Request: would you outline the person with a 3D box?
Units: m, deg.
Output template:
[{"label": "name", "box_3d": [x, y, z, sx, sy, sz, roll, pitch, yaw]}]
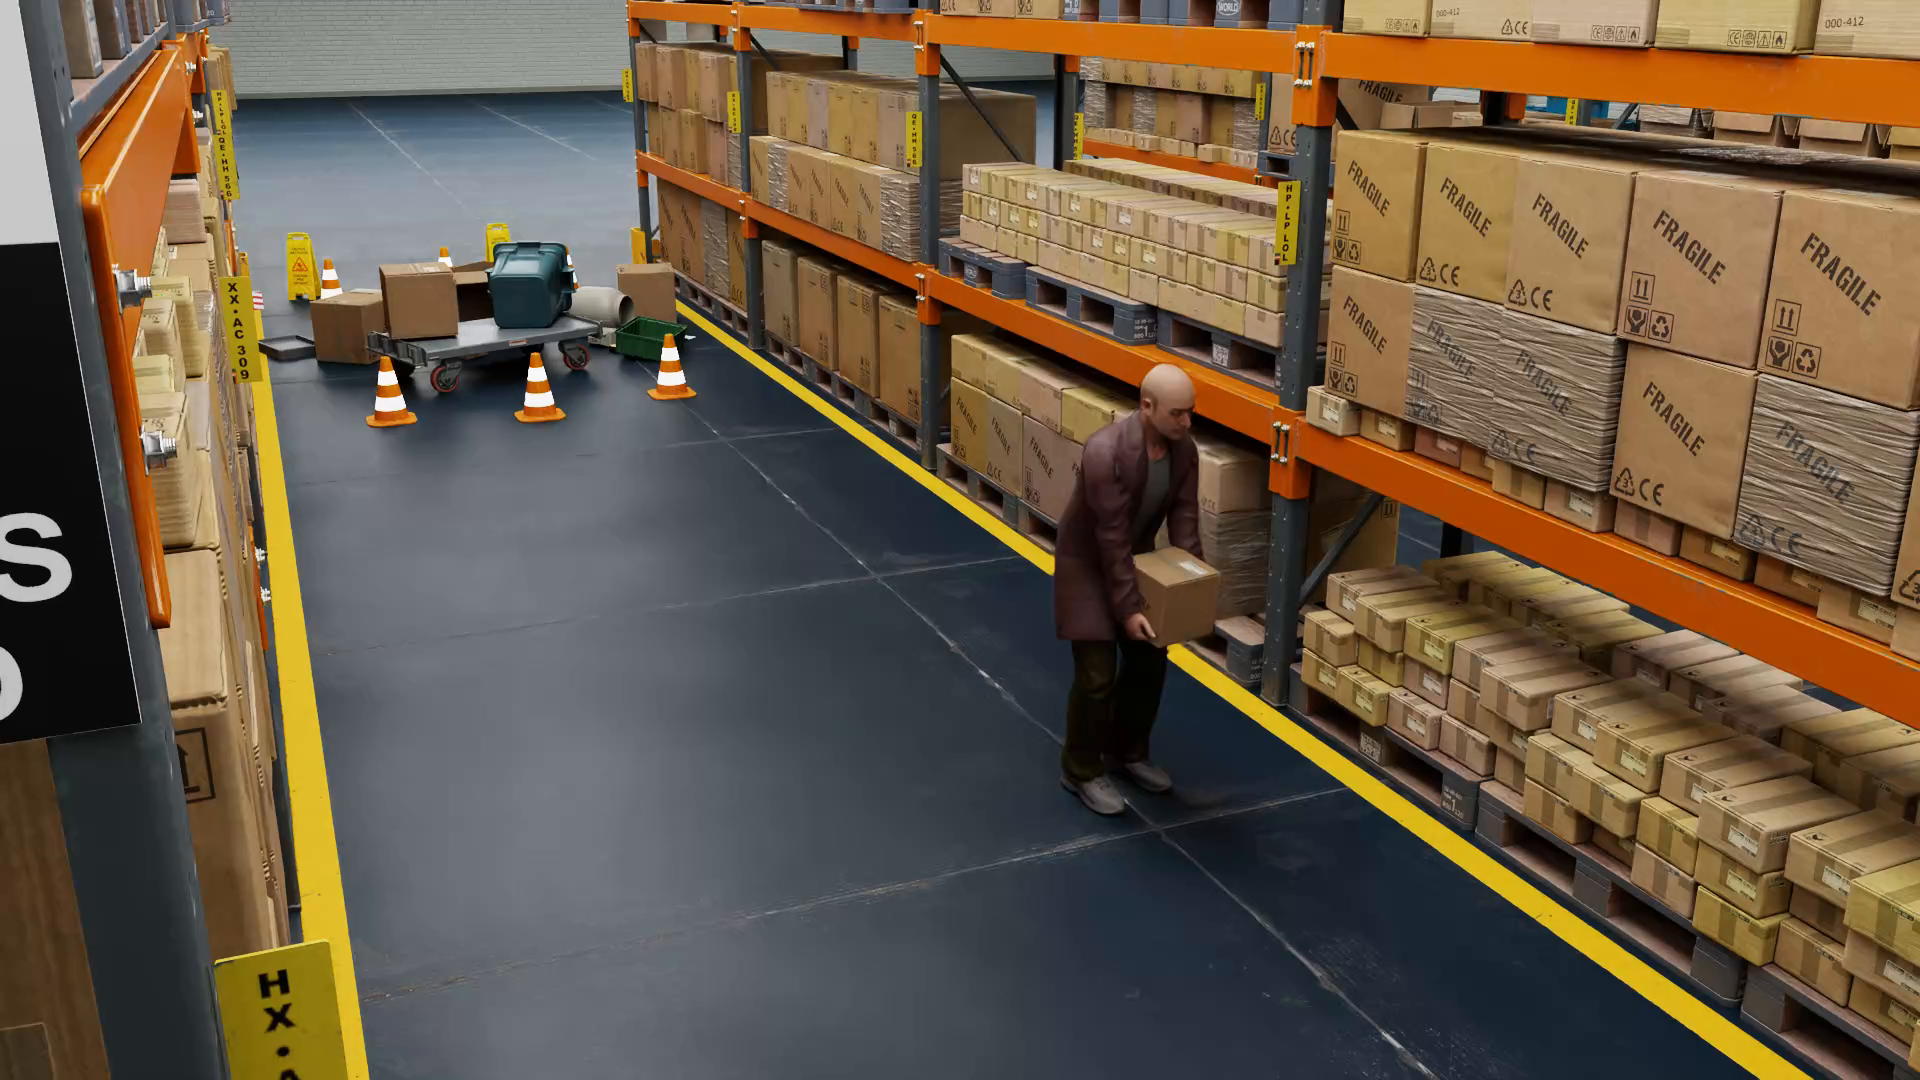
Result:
[{"label": "person", "box_3d": [0.633, 0.176, 6.164, 0.537, 1.719, 0.627, -13, 22, -33]}]
